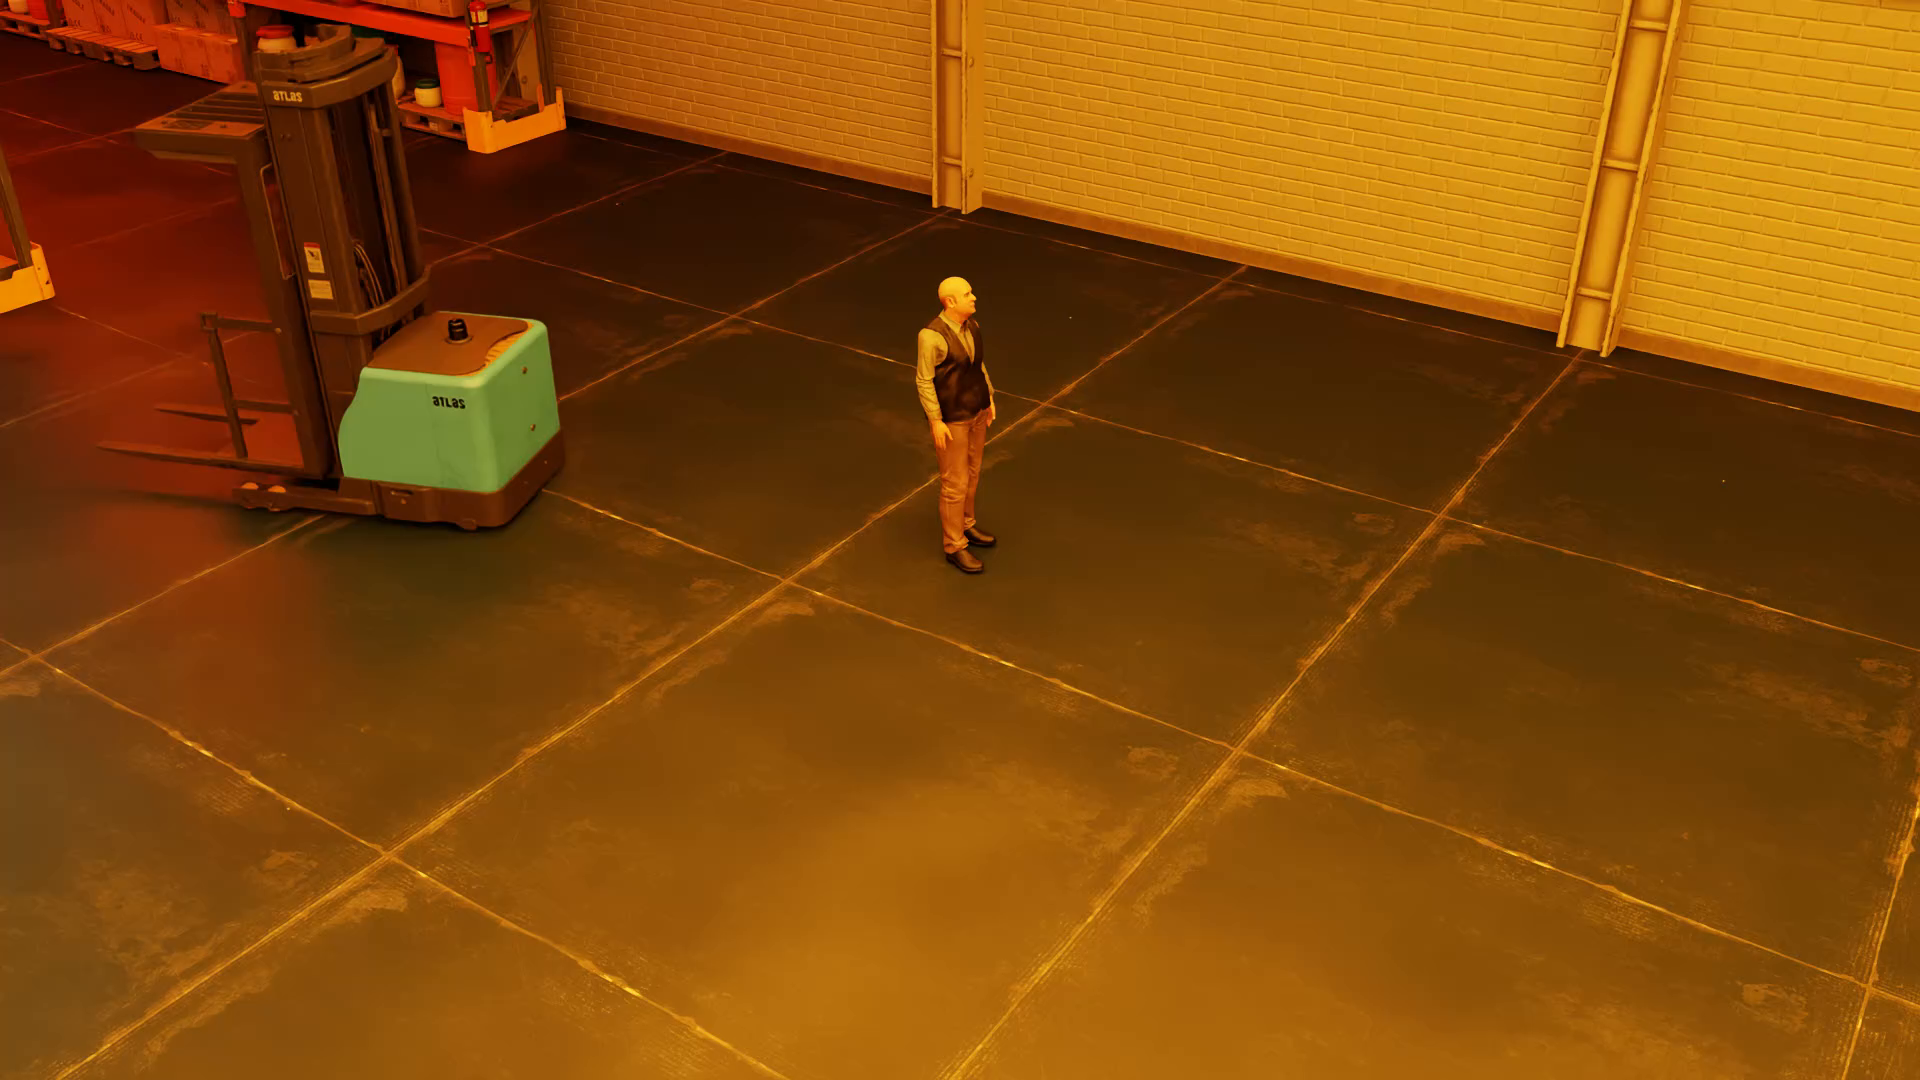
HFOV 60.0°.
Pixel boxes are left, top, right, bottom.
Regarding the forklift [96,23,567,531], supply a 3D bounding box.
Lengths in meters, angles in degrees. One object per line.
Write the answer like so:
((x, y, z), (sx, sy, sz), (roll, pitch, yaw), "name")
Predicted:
((-4.246, -1.701, 10.510), (3.031, 2.935, 1.130), (6, 31, 11), "forklift")

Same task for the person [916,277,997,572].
((0.047, -0.730, 10.028), (0.568, 1.720, 0.632), (19, 35, 29), "person")
